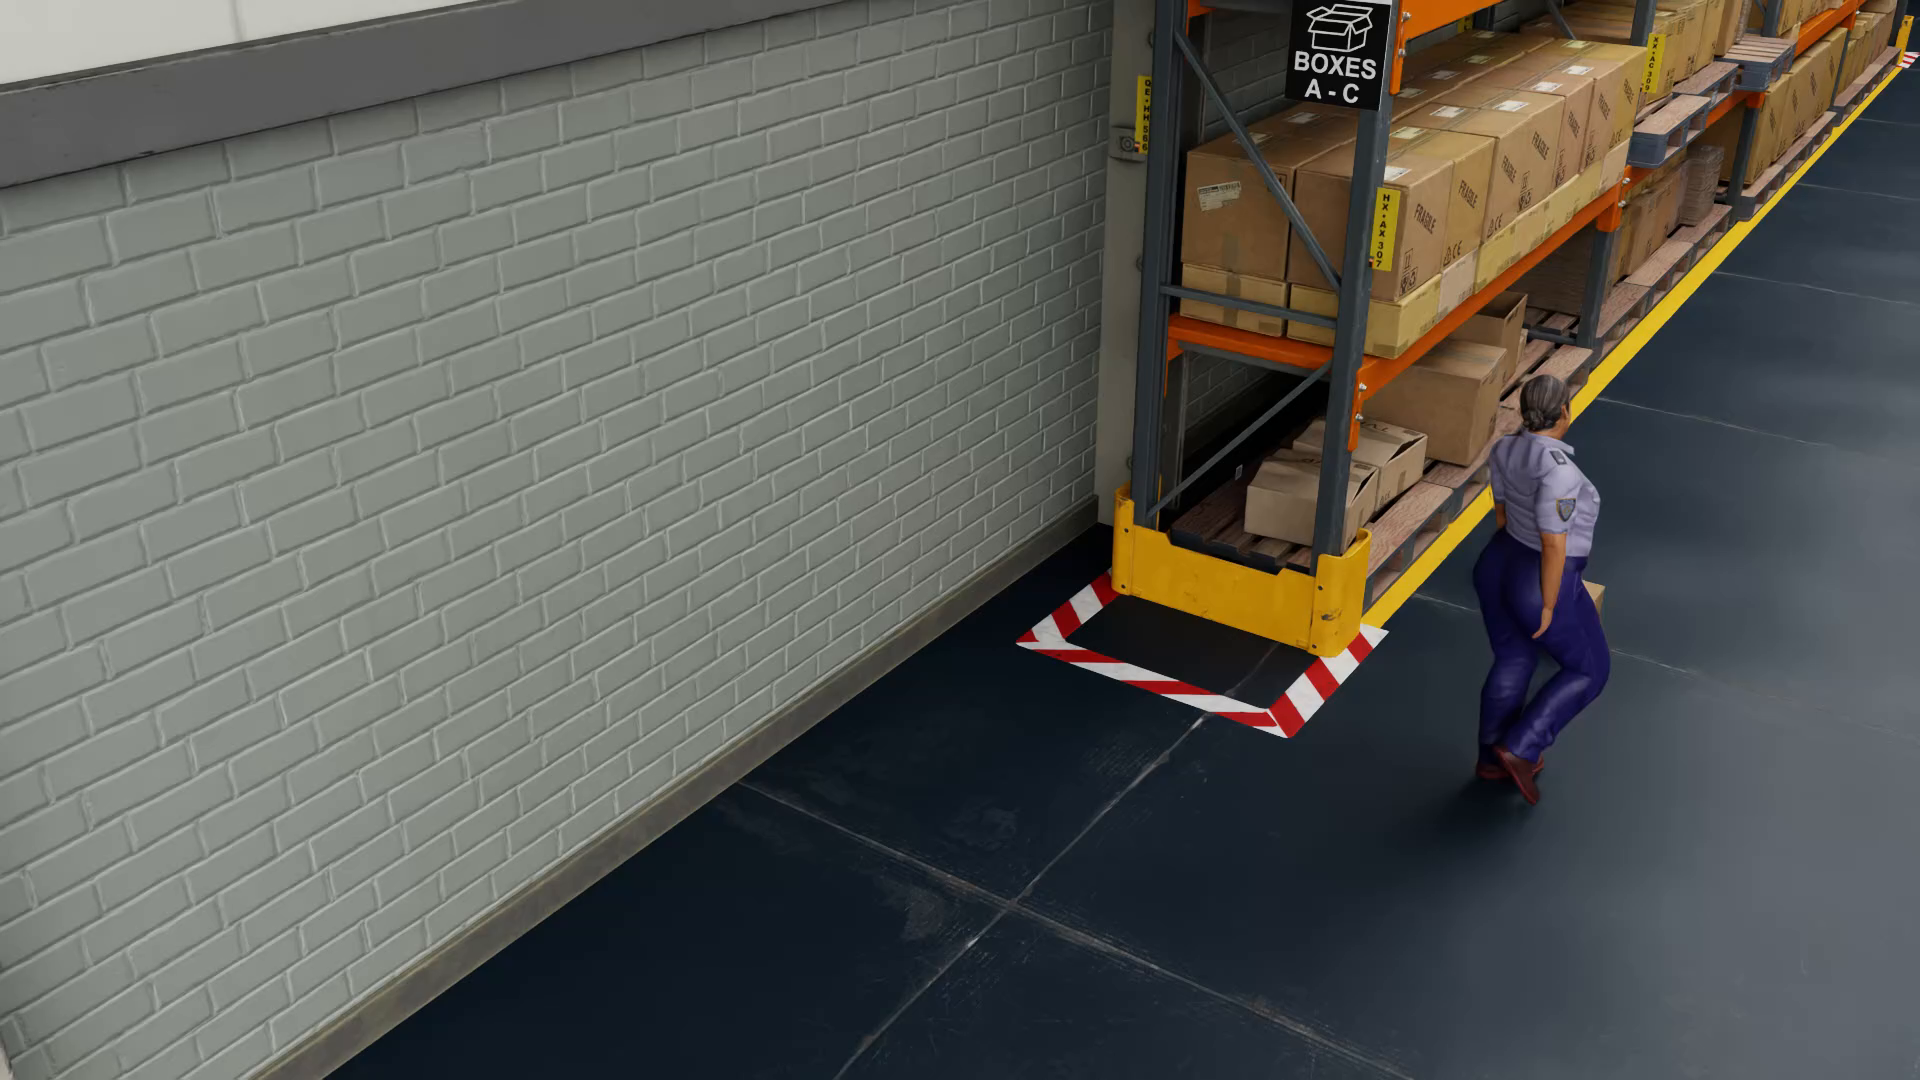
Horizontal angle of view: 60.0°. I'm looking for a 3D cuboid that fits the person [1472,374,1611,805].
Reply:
[{"bbox_3d":[2.181,0.186,6.262,0.438,1.626,0.550,-9,29,-18],"label":"person"}]
